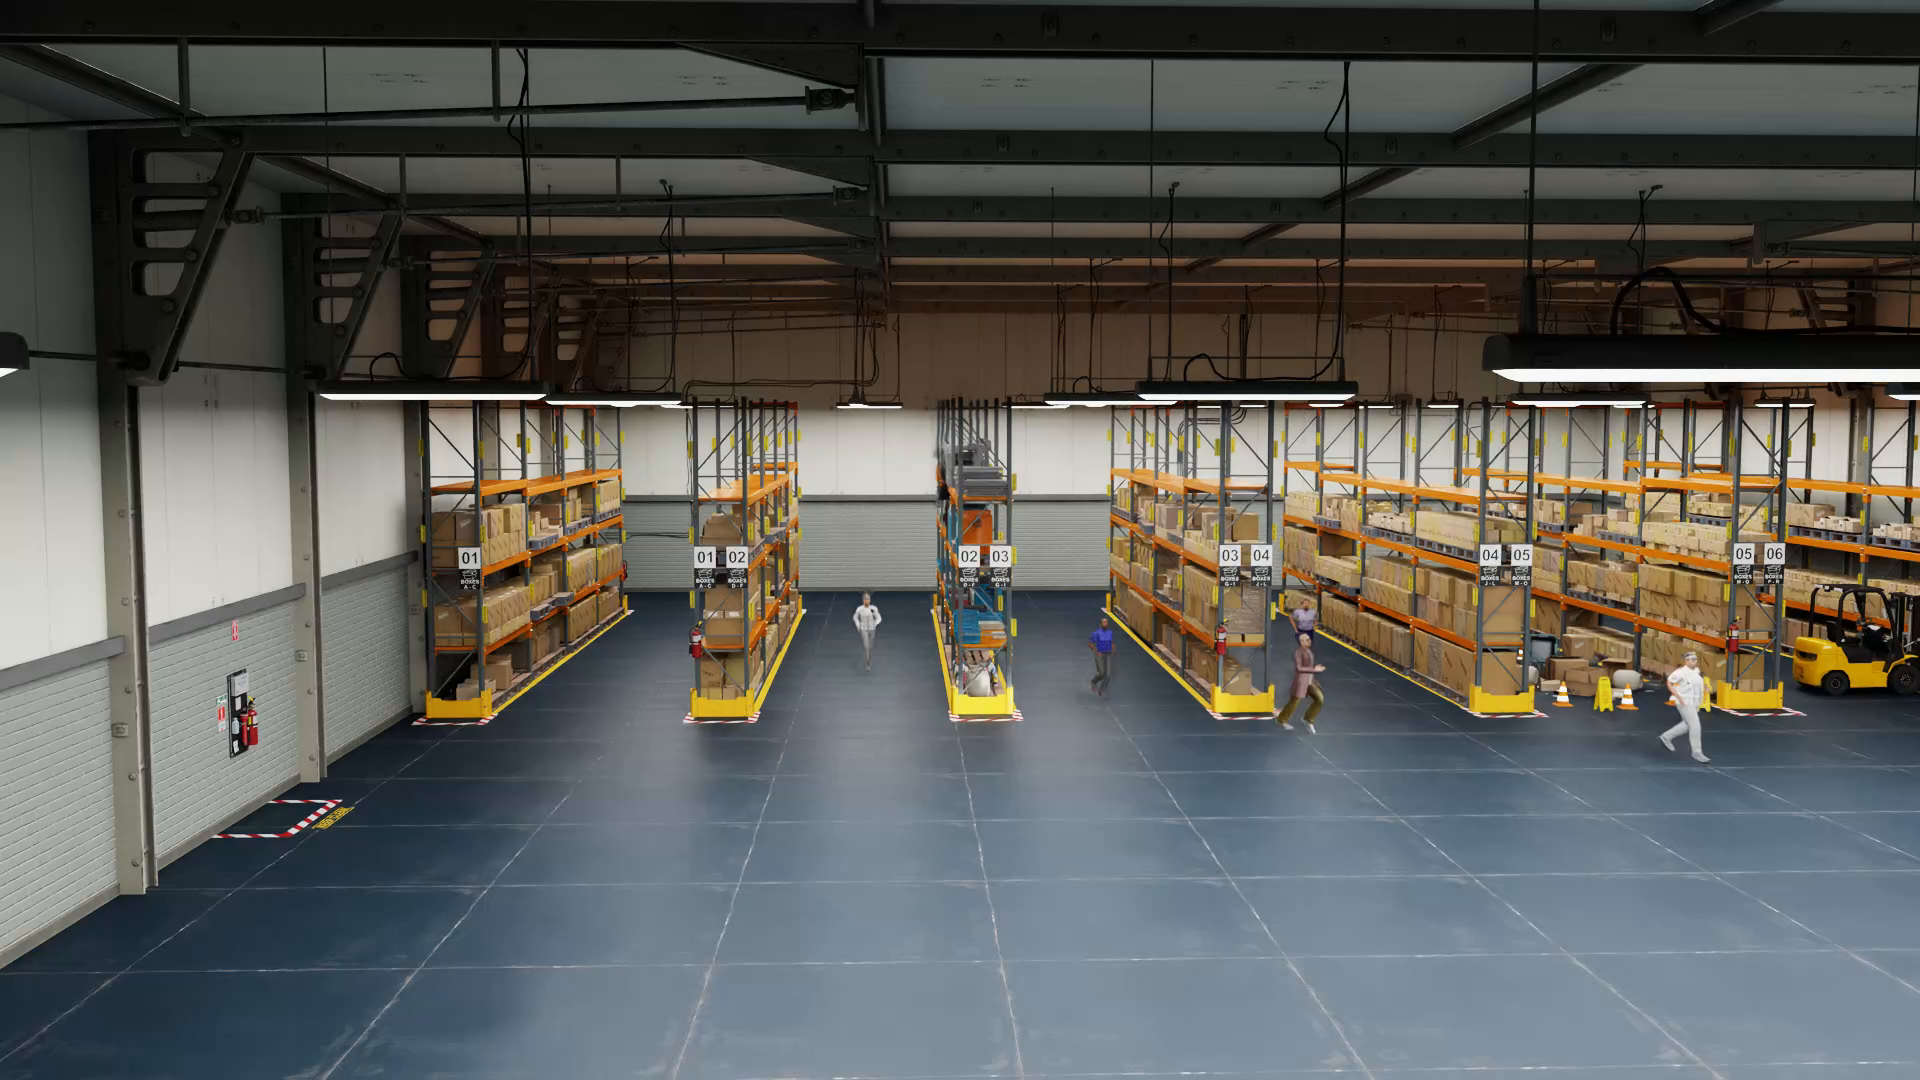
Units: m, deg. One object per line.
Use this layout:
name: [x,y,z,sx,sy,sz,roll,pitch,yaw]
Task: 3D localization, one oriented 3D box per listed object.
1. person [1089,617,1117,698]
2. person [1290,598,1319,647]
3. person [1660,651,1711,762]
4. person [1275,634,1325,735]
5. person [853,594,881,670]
person: [2.875,2.348,33.327,0.557,1.607,0.550,-2,5,-24]
person: [7.565,2.126,36.392,0.575,1.659,0.691,-1,5,-11]
person: [12.038,2.714,27.521,0.646,1.804,0.912,-3,6,-38]
person: [6.103,2.554,29.575,0.959,1.801,0.722,4,6,44]
person: [-2.067,2.033,37.167,0.620,1.708,0.734,-1,4,-10]
